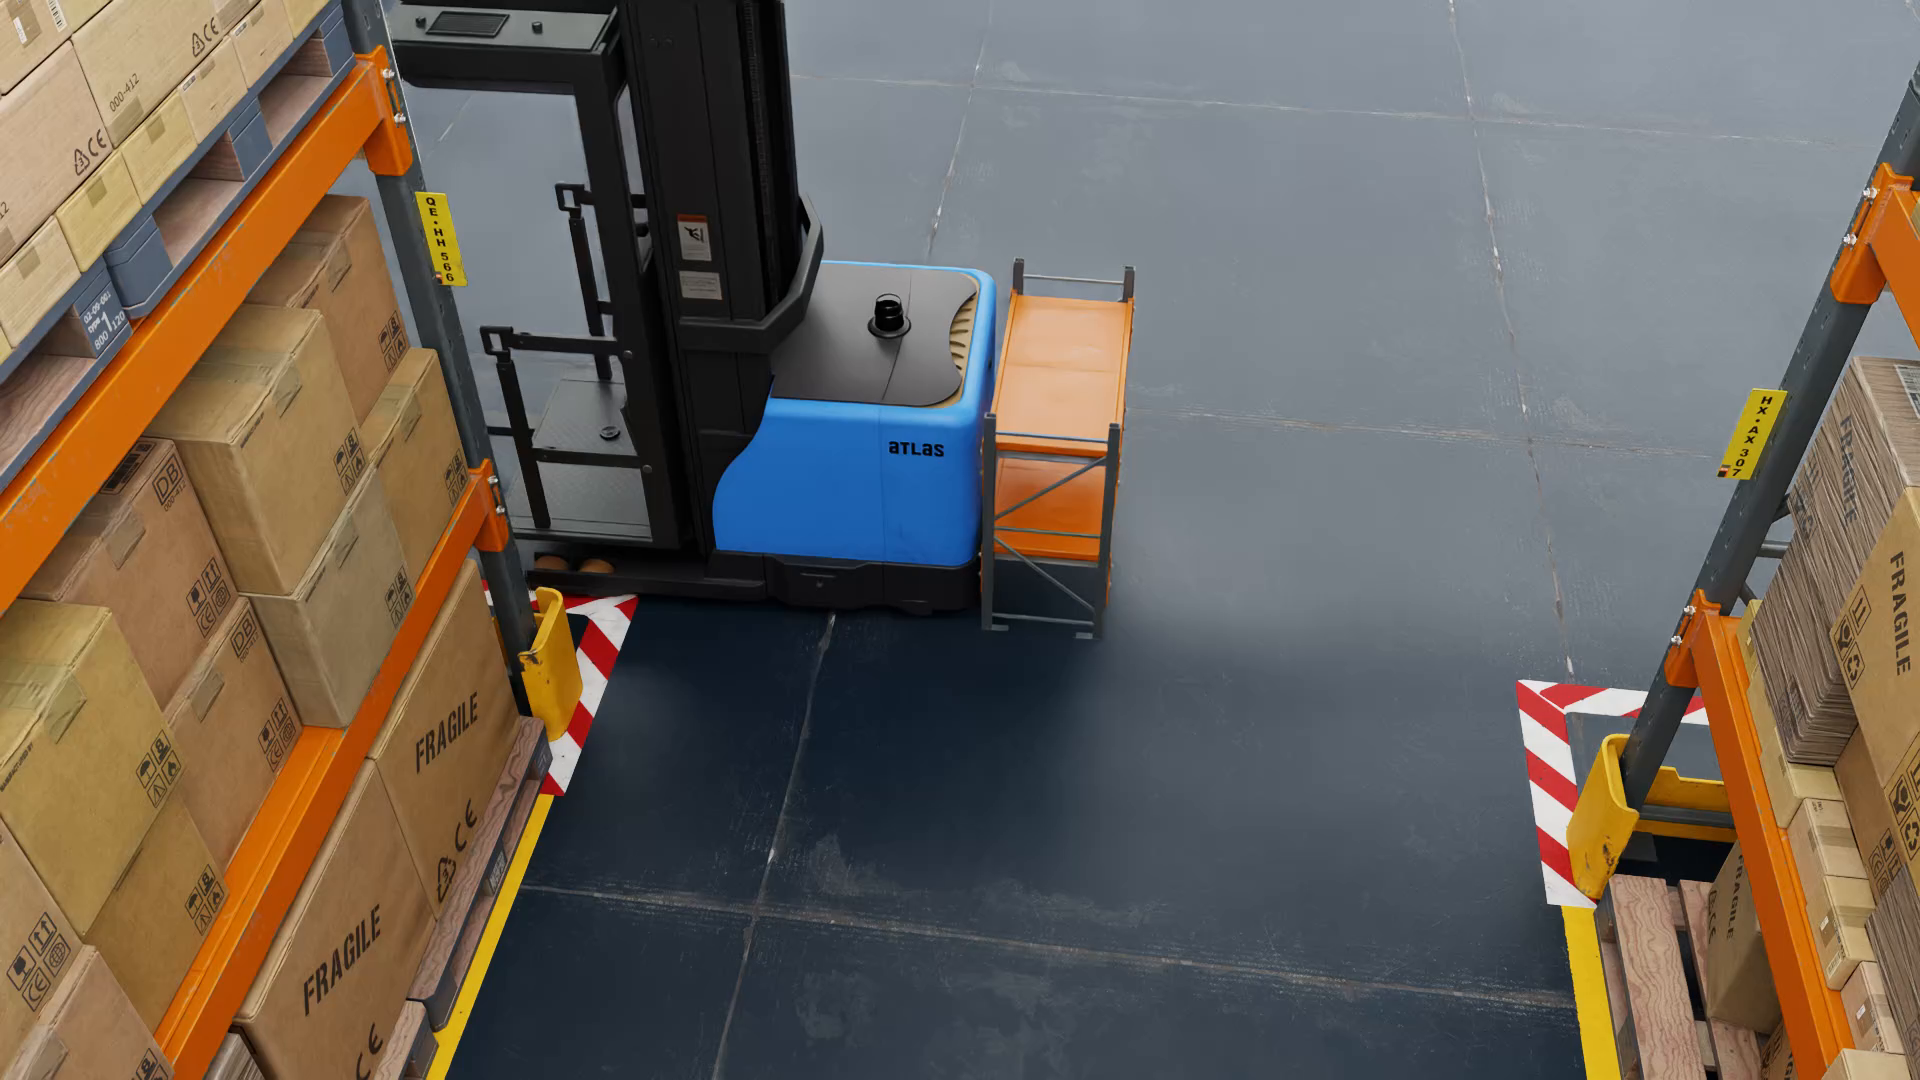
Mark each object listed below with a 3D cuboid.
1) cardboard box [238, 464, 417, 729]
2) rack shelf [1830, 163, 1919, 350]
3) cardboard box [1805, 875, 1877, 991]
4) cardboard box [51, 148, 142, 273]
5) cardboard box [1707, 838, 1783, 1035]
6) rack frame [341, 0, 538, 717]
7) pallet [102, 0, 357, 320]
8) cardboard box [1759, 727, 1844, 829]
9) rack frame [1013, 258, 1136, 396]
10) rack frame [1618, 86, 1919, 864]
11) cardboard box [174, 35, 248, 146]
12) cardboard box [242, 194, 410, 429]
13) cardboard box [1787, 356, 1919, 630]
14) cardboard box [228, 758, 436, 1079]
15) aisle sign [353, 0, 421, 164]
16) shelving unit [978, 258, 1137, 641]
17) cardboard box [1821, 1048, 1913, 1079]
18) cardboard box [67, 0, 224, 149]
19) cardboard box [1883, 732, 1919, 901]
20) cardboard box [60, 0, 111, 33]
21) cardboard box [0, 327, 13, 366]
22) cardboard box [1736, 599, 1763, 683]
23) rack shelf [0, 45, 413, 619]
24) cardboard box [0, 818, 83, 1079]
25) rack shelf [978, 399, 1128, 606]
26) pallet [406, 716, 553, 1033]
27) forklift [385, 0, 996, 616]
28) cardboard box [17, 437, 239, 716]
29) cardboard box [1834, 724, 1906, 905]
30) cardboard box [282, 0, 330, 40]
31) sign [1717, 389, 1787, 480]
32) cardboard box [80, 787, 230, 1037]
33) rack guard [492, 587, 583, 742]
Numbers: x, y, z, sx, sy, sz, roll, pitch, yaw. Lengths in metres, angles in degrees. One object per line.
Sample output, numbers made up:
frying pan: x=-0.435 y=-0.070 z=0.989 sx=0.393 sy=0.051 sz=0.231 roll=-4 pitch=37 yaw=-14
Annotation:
cardboard box: x=-2.155 y=0.124 z=4.829 sx=0.875 sy=0.550 sz=0.550 roll=5 pitch=44 yaw=6
rack shelf: x=2.539 y=0.599 z=2.777 sx=1.077 sy=0.370 sz=4.000 roll=5 pitch=44 yaw=6
cardboard box: x=2.377 y=1.007 z=4.187 sx=0.380 sy=0.149 sz=0.250 roll=5 pitch=44 yaw=6
cardboard box: x=-1.942 y=-0.691 z=3.421 sx=0.380 sy=0.149 sz=0.250 roll=5 pitch=44 yaw=5
cardboard box: x=2.705 y=1.243 z=5.268 sx=0.500 sy=0.500 sz=0.500 roll=13 pitch=45 yaw=13
rack frame: x=-2.099 y=-0.456 z=5.550 sx=1.000 sy=3.000 sz=0.127 roll=5 pitch=44 yaw=6
pallet: x=-2.187 y=-1.006 z=4.014 sx=1.003 sy=0.211 sz=1.213 roll=5 pitch=44 yaw=6
cardboard box: x=2.430 y=0.665 z=4.548 sx=0.380 sy=0.149 sz=0.250 roll=5 pitch=44 yaw=6
rack frame: x=0.468 y=-0.721 z=7.193 sx=0.500 sy=1.125 sz=0.032 roll=5 pitch=44 yaw=5
rack frame: x=2.804 y=0.064 z=5.001 sx=1.000 sy=3.000 sz=0.127 roll=5 pitch=44 yaw=6
cardboard box: x=-1.875 y=-1.038 z=3.788 sx=0.380 sy=0.149 sz=0.250 roll=6 pitch=44 yaw=6
cardboard box: x=-2.187 y=-0.653 z=4.863 sx=0.875 sy=0.550 sz=0.550 roll=5 pitch=44 yaw=6
cardboard box: x=2.461 y=-0.093 z=4.151 sx=0.500 sy=0.500 sz=0.500 roll=5 pitch=44 yaw=6
cardboard box: x=-2.238 y=1.231 z=5.008 sx=0.875 sy=0.875 sz=0.875 roll=5 pitch=44 yaw=5
aisle sign: x=-1.793 y=-1.421 z=4.678 sx=0.394 sy=0.787 sz=0.004 roll=5 pitch=44 yaw=6
shelving unit: x=0.403 y=-0.374 z=6.827 sx=0.538 sy=1.125 sz=1.048 roll=5 pitch=44 yaw=5
cardboard box: x=2.235 y=1.341 z=3.835 sx=0.380 sy=0.149 sz=0.250 roll=5 pitch=44 yaw=6
cardboard box: x=-1.954 y=-1.087 z=3.550 sx=0.500 sy=0.250 sz=0.500 roll=5 pitch=44 yaw=6
cardboard box: x=2.323 y=0.588 z=3.431 sx=0.500 sy=0.500 sz=0.500 roll=5 pitch=44 yaw=6
cardboard box: x=-1.909 y=-1.150 z=3.326 sx=0.380 sy=0.149 sz=0.250 roll=6 pitch=44 yaw=6
cardboard box: x=-2.010 y=-0.346 z=3.056 sx=0.380 sy=0.149 sz=0.250 roll=6 pitch=44 yaw=6
cardboard box: x=2.530 y=0.328 z=4.905 sx=0.380 sy=0.149 sz=0.250 roll=5 pitch=44 yaw=6
rack shelf: x=-2.364 y=0.079 z=3.326 sx=1.077 sy=0.370 sz=4.000 roll=5 pitch=44 yaw=6
cardboard box: x=-2.380 y=0.835 z=3.293 sx=0.875 sy=0.550 sz=0.550 roll=5 pitch=44 yaw=6
rack shelf: x=0.403 y=-0.197 z=6.995 sx=0.538 sy=0.278 sz=1.000 roll=5 pitch=44 yaw=5
pallet: x=-2.128 y=1.109 z=5.925 sx=1.003 sy=0.211 sz=1.213 roll=5 pitch=44 yaw=6
forklift: x=-1.387 y=-1.180 z=6.365 sx=3.031 sy=2.935 sz=1.130 roll=4 pitch=44 yaw=4
cardboard box: x=-2.377 y=0.100 z=4.069 sx=0.875 sy=0.550 sz=0.550 roll=5 pitch=44 yaw=6
cardboard box: x=2.757 y=0.644 z=4.099 sx=0.875 sy=0.500 sz=0.500 roll=5 pitch=44 yaw=6
cardboard box: x=-1.807 y=-1.385 z=4.154 sx=0.380 sy=0.149 sz=0.250 roll=5 pitch=44 yaw=5
sign: x=2.266 y=-0.300 z=4.755 sx=0.100 sy=0.325 sz=0.005 roll=5 pitch=44 yaw=6
cardboard box: x=-2.382 y=0.859 z=4.052 sx=0.875 sy=0.550 sz=0.500 roll=5 pitch=44 yaw=6
rack guard: x=-2.096 y=0.436 z=6.426 sx=1.175 sy=0.500 sz=0.348 roll=5 pitch=44 yaw=6
